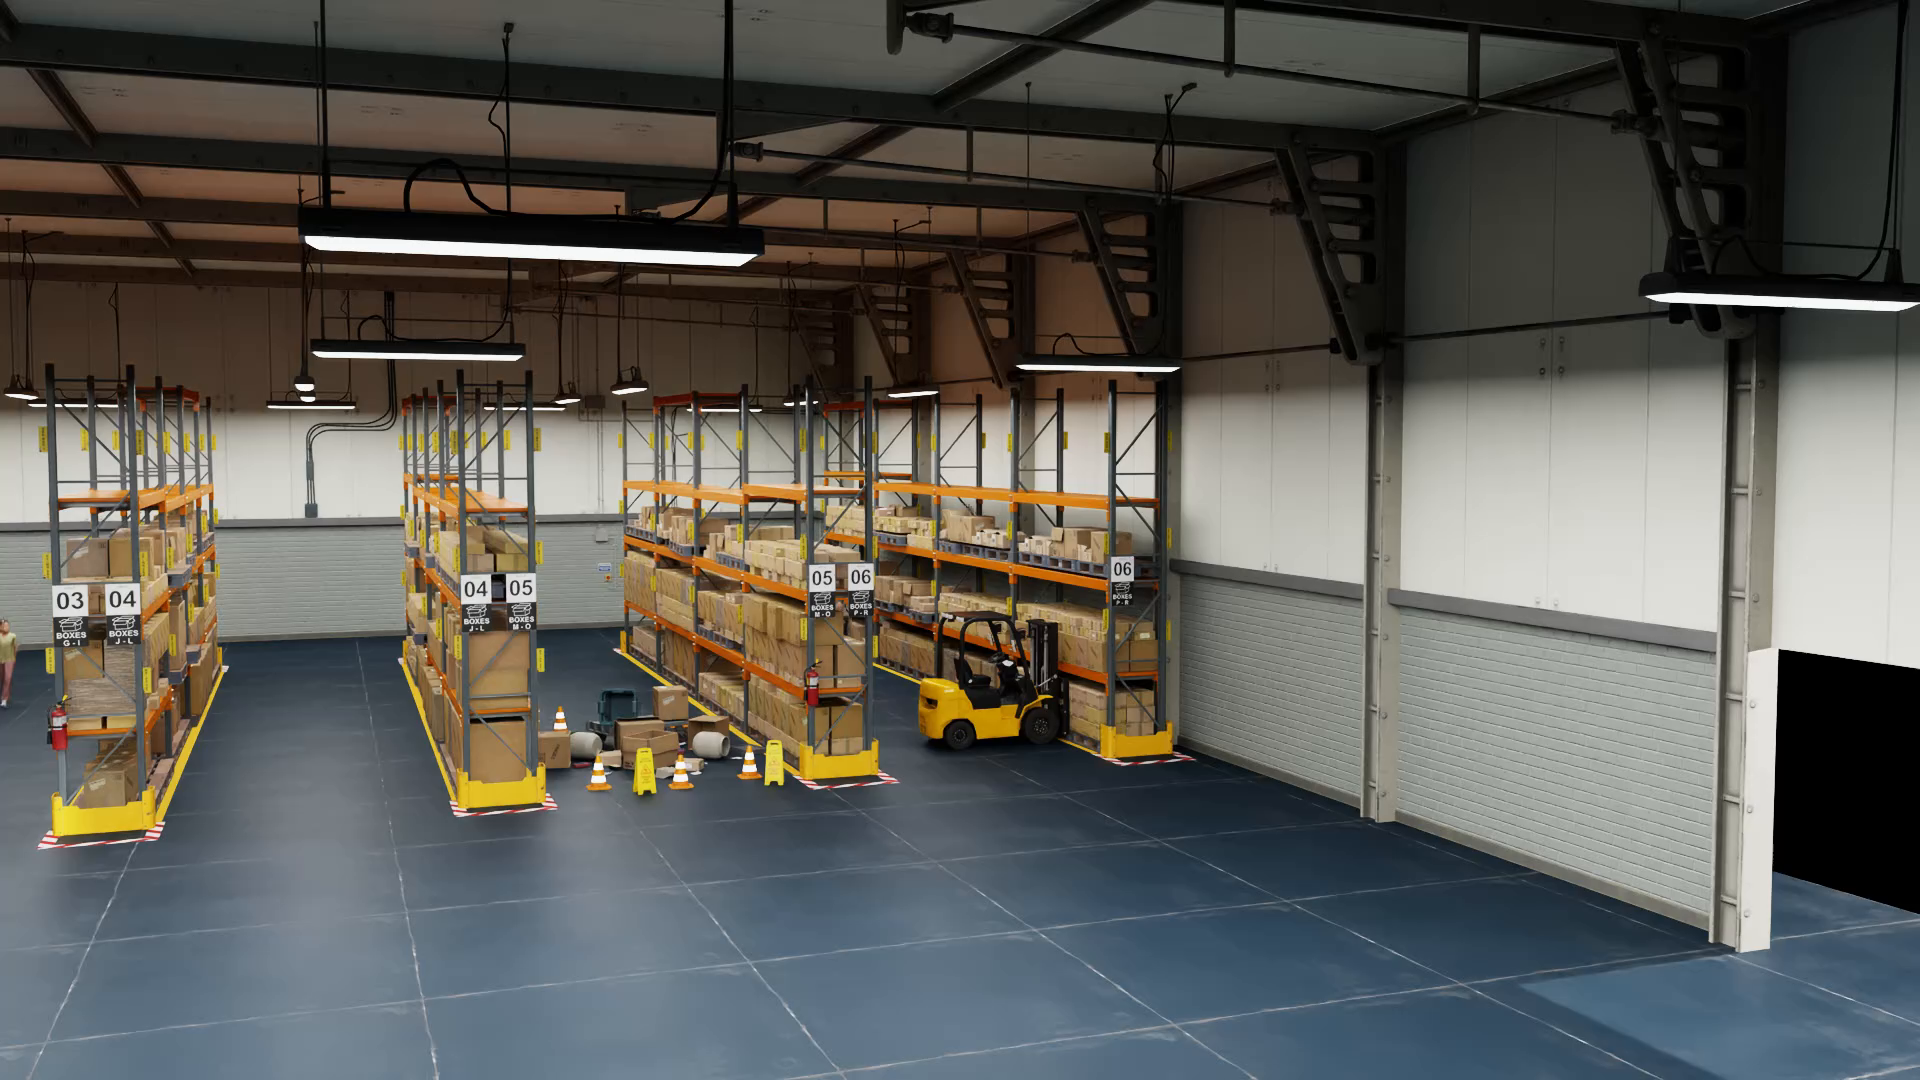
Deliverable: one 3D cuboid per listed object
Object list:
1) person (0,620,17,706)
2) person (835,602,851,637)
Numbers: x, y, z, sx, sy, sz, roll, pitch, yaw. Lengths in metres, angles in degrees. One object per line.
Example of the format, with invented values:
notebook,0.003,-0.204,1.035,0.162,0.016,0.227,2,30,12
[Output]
person,-18.264,2.321,31.709,0.418,1.604,1.054,-1,3,-17
person,-2.425,2.066,32.871,0.565,1.688,0.546,-1,4,-21
